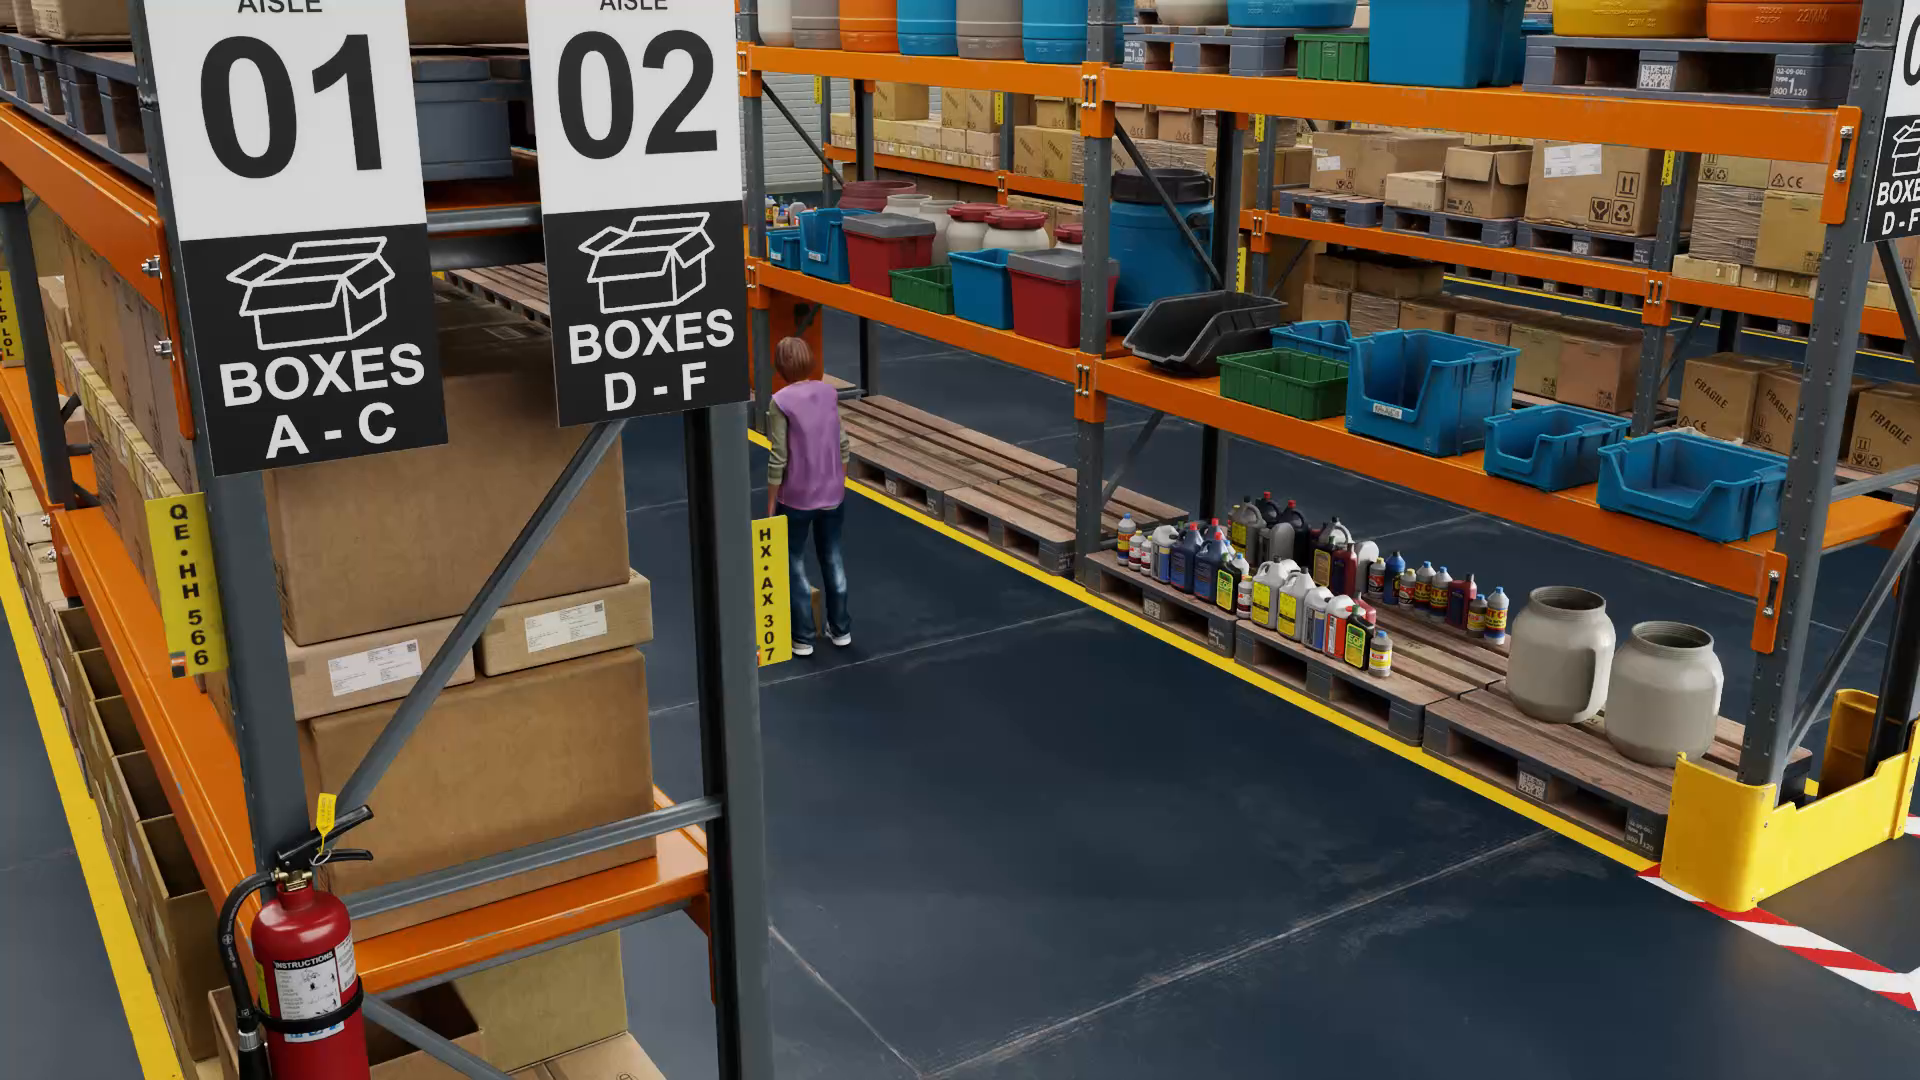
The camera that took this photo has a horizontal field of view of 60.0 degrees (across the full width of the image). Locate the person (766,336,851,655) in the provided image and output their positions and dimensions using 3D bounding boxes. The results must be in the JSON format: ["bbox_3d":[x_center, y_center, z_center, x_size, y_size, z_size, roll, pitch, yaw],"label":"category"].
[{"bbox_3d":[-0.748,-0.202,8.205,0.471,1.580,0.348,-13,22,-34],"label":"person"}]
